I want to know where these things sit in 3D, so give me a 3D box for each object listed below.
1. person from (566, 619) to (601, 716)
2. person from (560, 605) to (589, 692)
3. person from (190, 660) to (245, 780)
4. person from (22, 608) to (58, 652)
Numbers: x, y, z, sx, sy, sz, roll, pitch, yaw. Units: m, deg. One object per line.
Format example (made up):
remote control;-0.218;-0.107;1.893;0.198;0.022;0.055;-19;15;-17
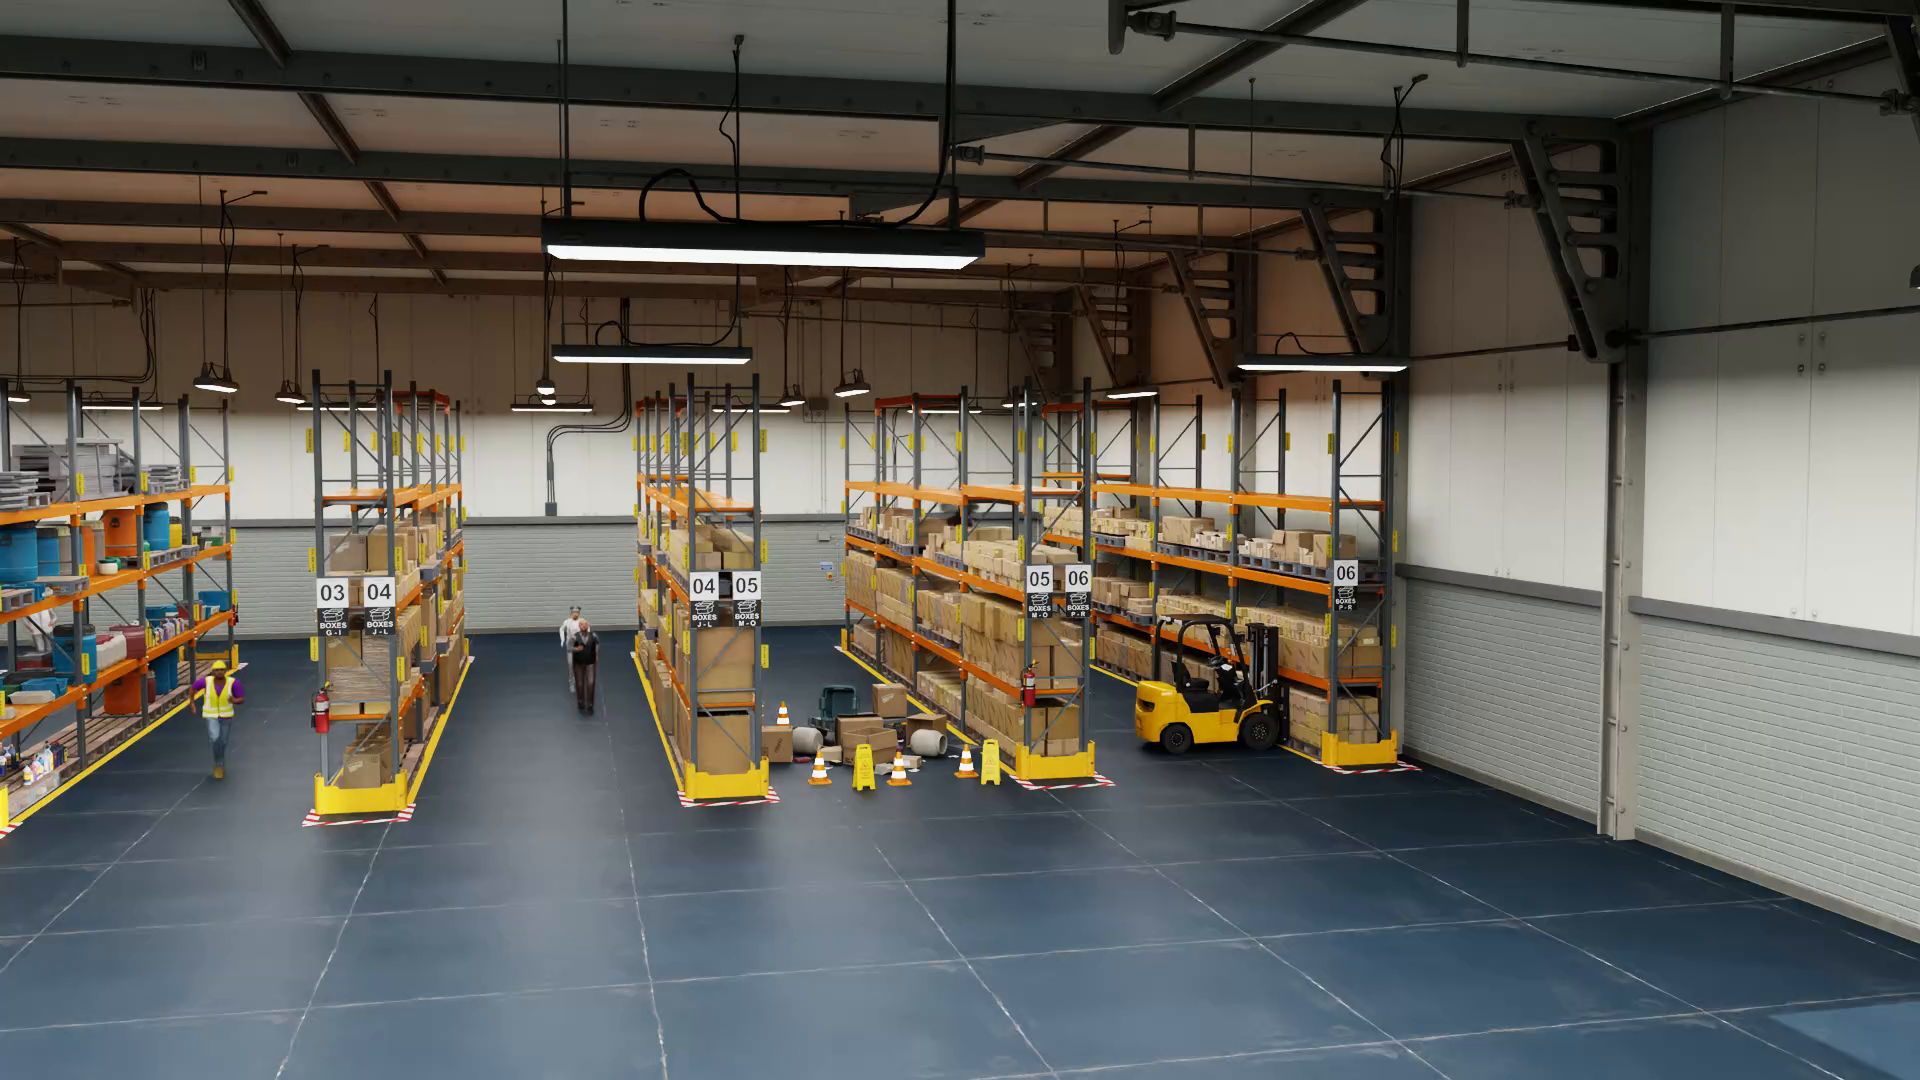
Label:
person;-6.964;2.343;30.828;0.646;1.751;0.801;-1;3;-16
person;-7.827;2.178;33.832;0.592;1.708;0.860;-1;3;-14
person;-11.148;2.688;24.984;0.729;1.786;0.836;-2;4;-29
person;-20.045;2.041;36.253;0.670;1.772;0.839;-3;4;-37
